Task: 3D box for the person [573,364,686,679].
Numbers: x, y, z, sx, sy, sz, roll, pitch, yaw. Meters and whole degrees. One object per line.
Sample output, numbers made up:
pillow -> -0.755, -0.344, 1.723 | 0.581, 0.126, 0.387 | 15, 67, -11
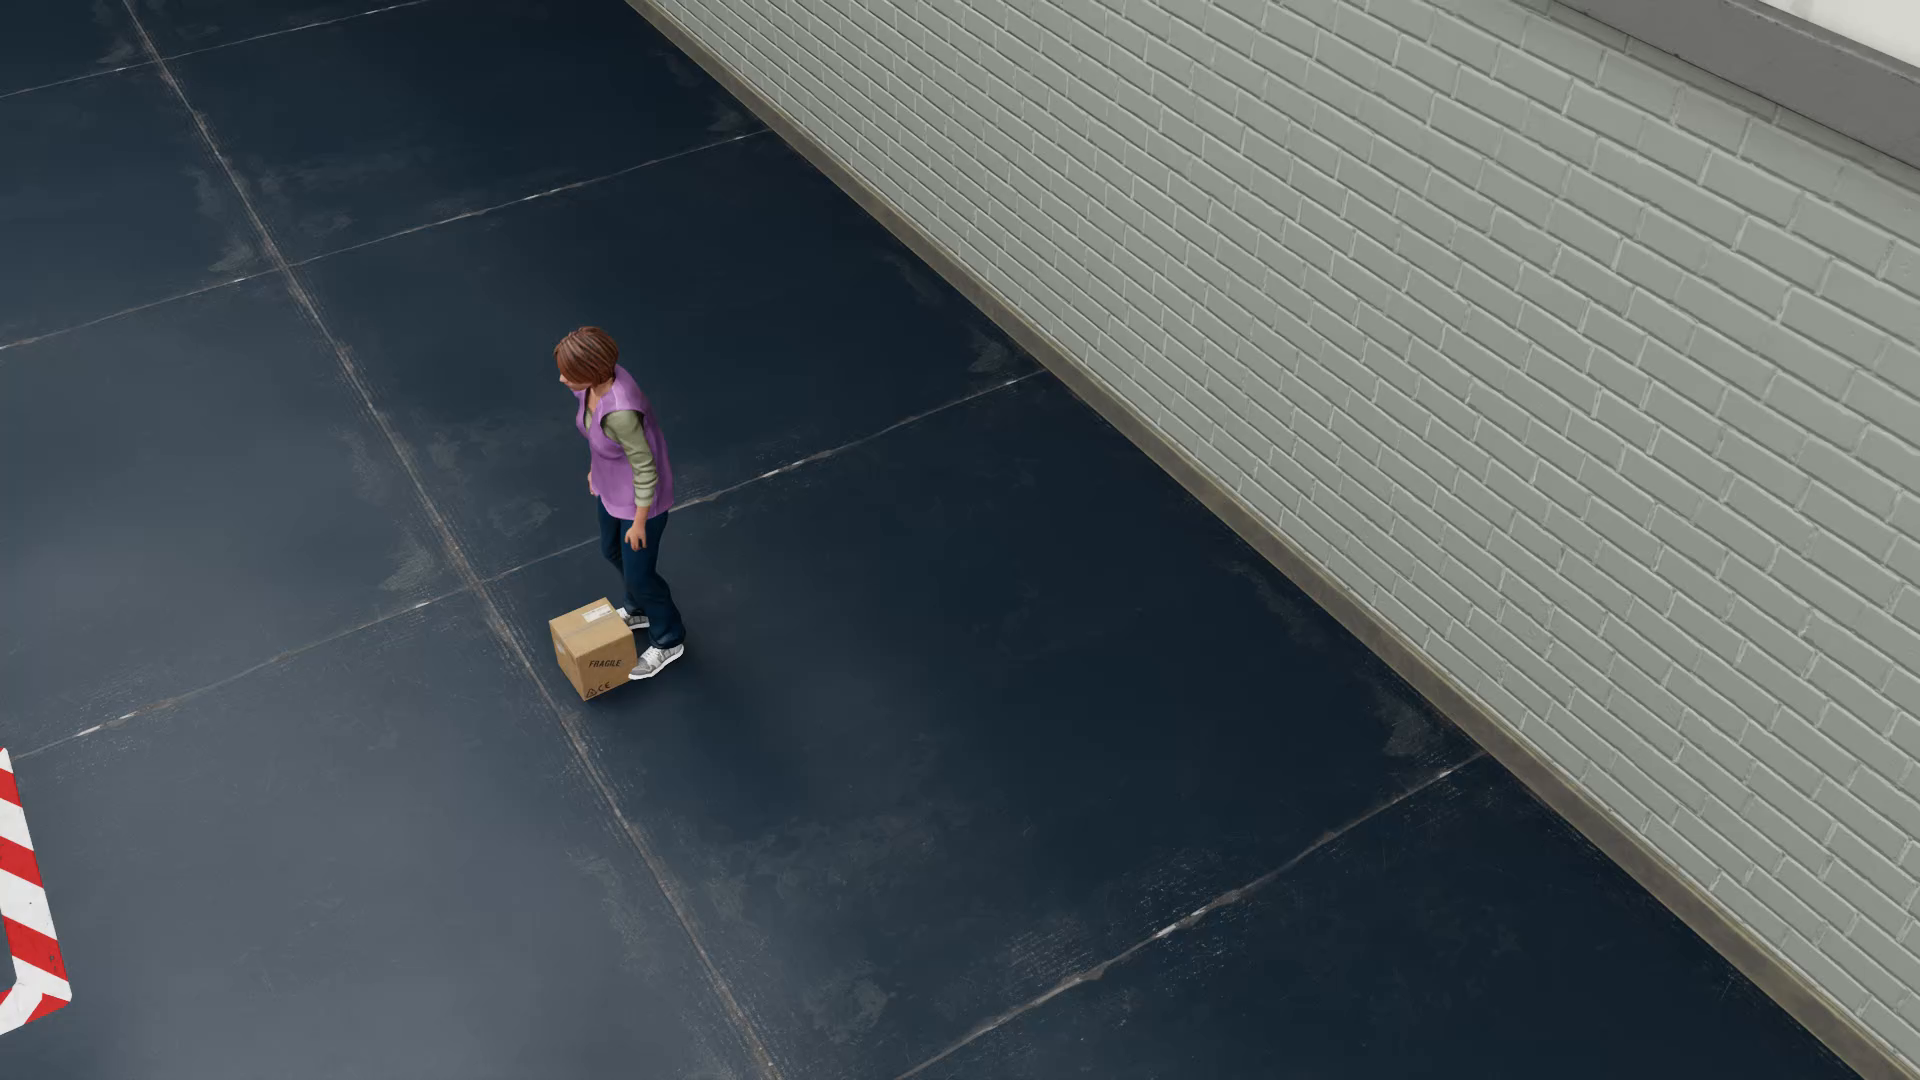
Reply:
person -> -5.110, -2.962, 8.320 | 3.307, 3.194, 10.188 | -22, 46, -23
